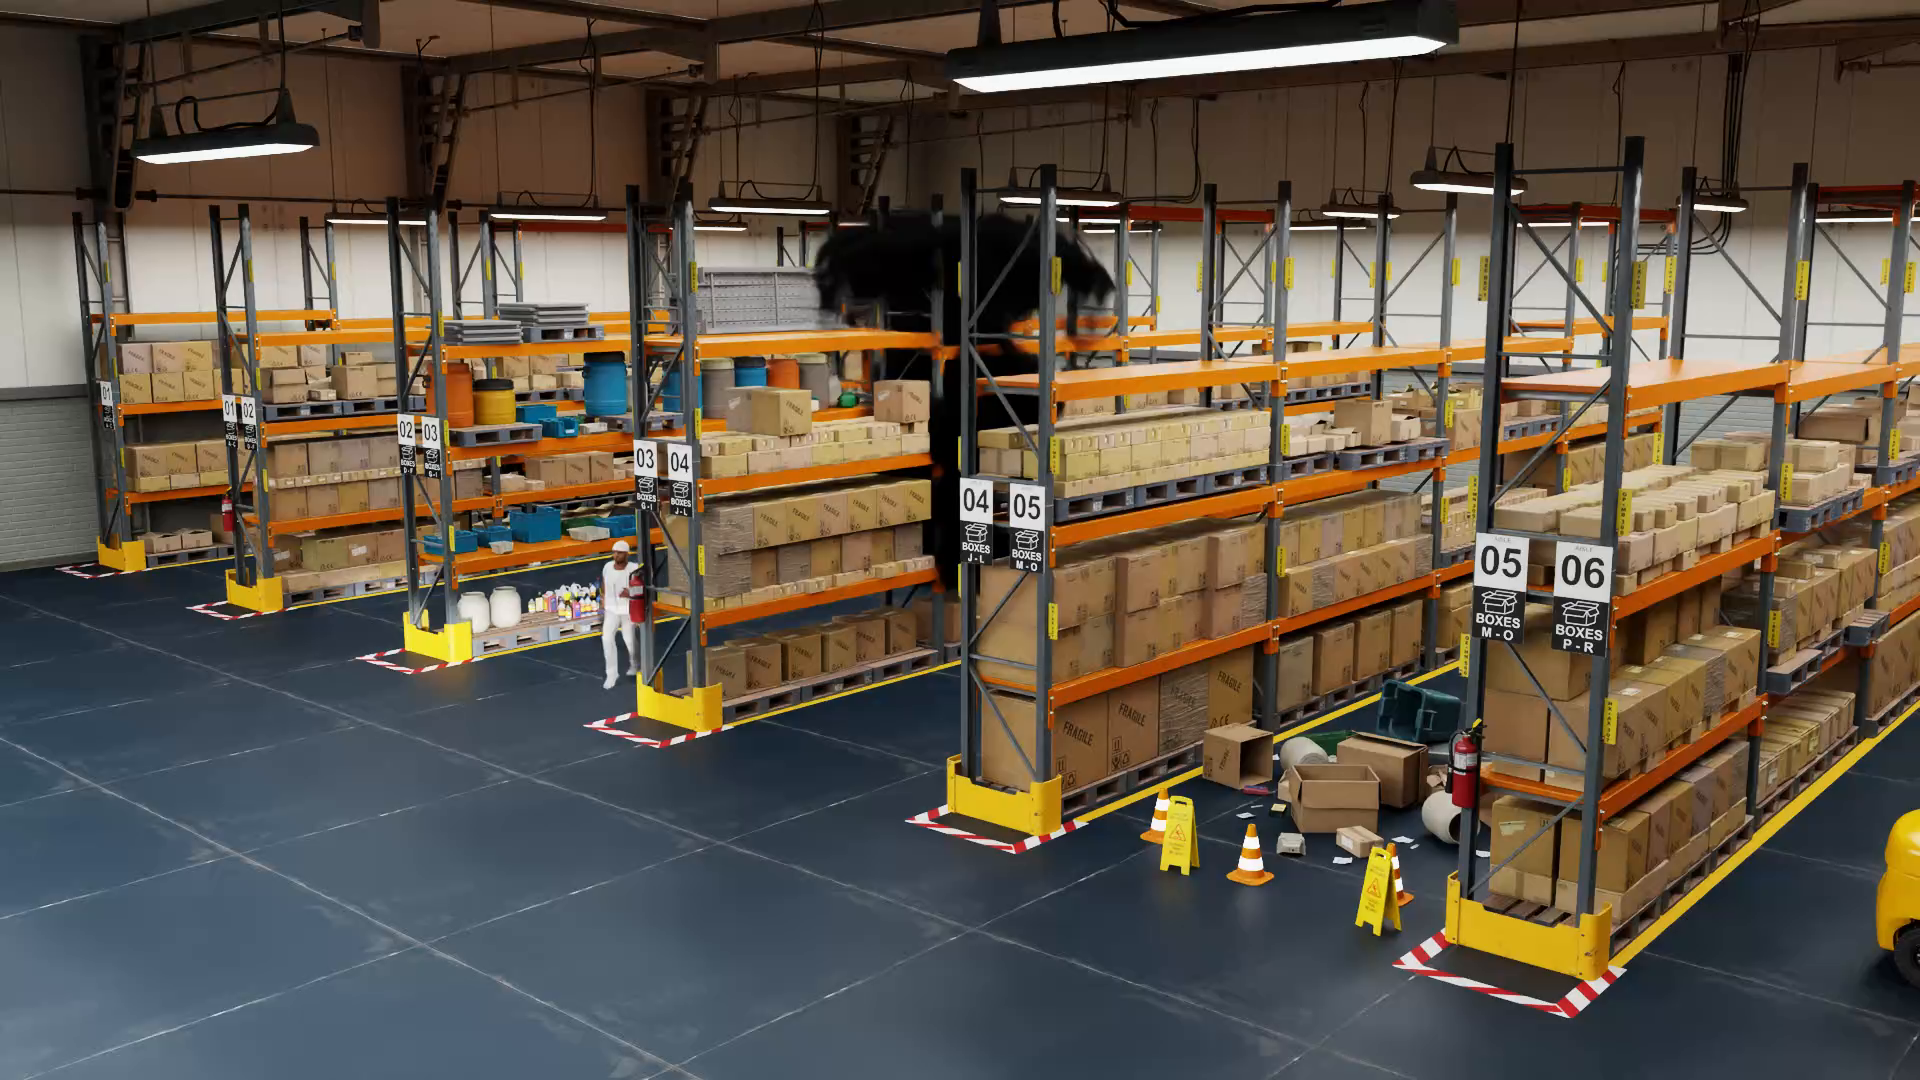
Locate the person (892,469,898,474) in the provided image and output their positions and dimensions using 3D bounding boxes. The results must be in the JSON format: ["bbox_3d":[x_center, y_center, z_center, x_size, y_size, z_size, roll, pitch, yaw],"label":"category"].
[{"bbox_3d":[-1.458,-1.117,32.559,0.631,1.844,0.735,7,12,36],"label":"person"}]

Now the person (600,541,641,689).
[{"bbox_3d":[-4.165,0.907,20.542,0.674,1.832,0.785,2,10,10],"label":"person"}]
